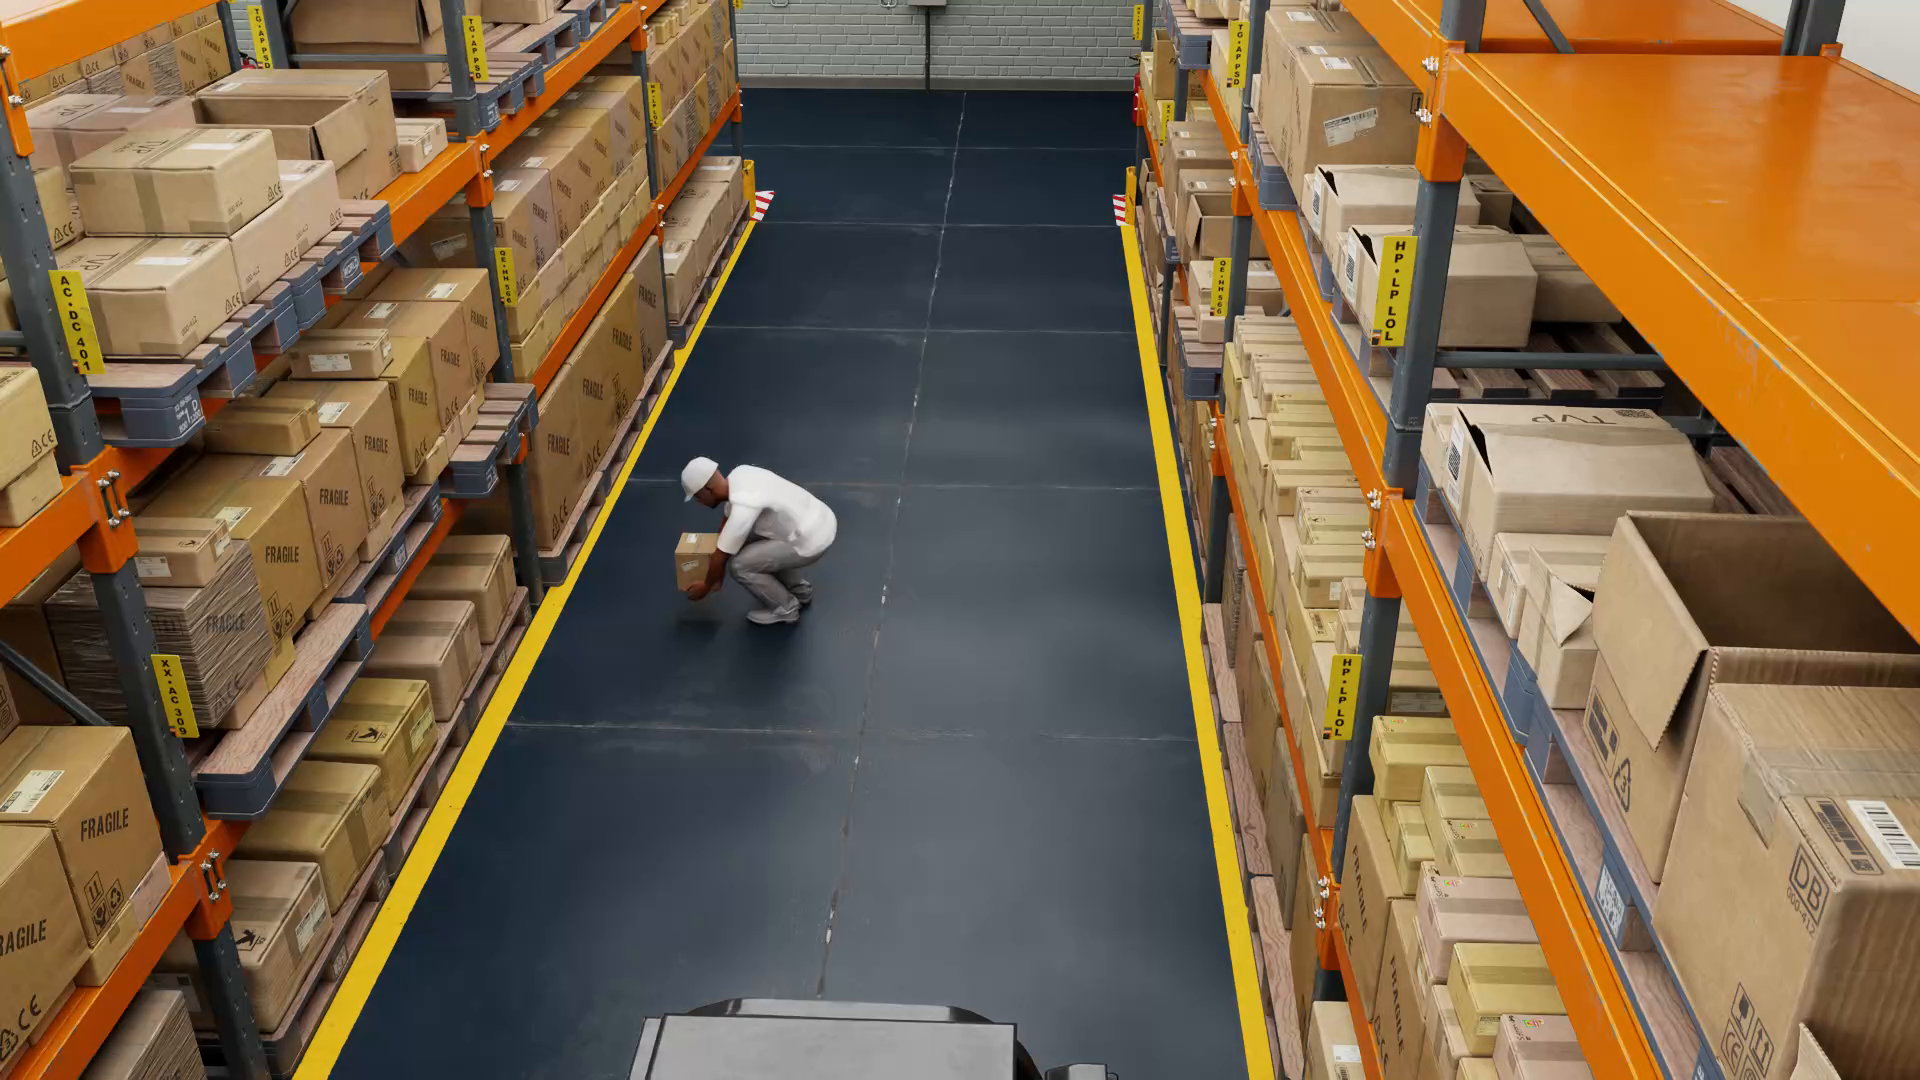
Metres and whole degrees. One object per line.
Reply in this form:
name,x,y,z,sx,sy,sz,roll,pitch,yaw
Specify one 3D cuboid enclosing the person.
person,-1.168,-0.013,9.652,0.893,1.027,0.583,1,28,2
